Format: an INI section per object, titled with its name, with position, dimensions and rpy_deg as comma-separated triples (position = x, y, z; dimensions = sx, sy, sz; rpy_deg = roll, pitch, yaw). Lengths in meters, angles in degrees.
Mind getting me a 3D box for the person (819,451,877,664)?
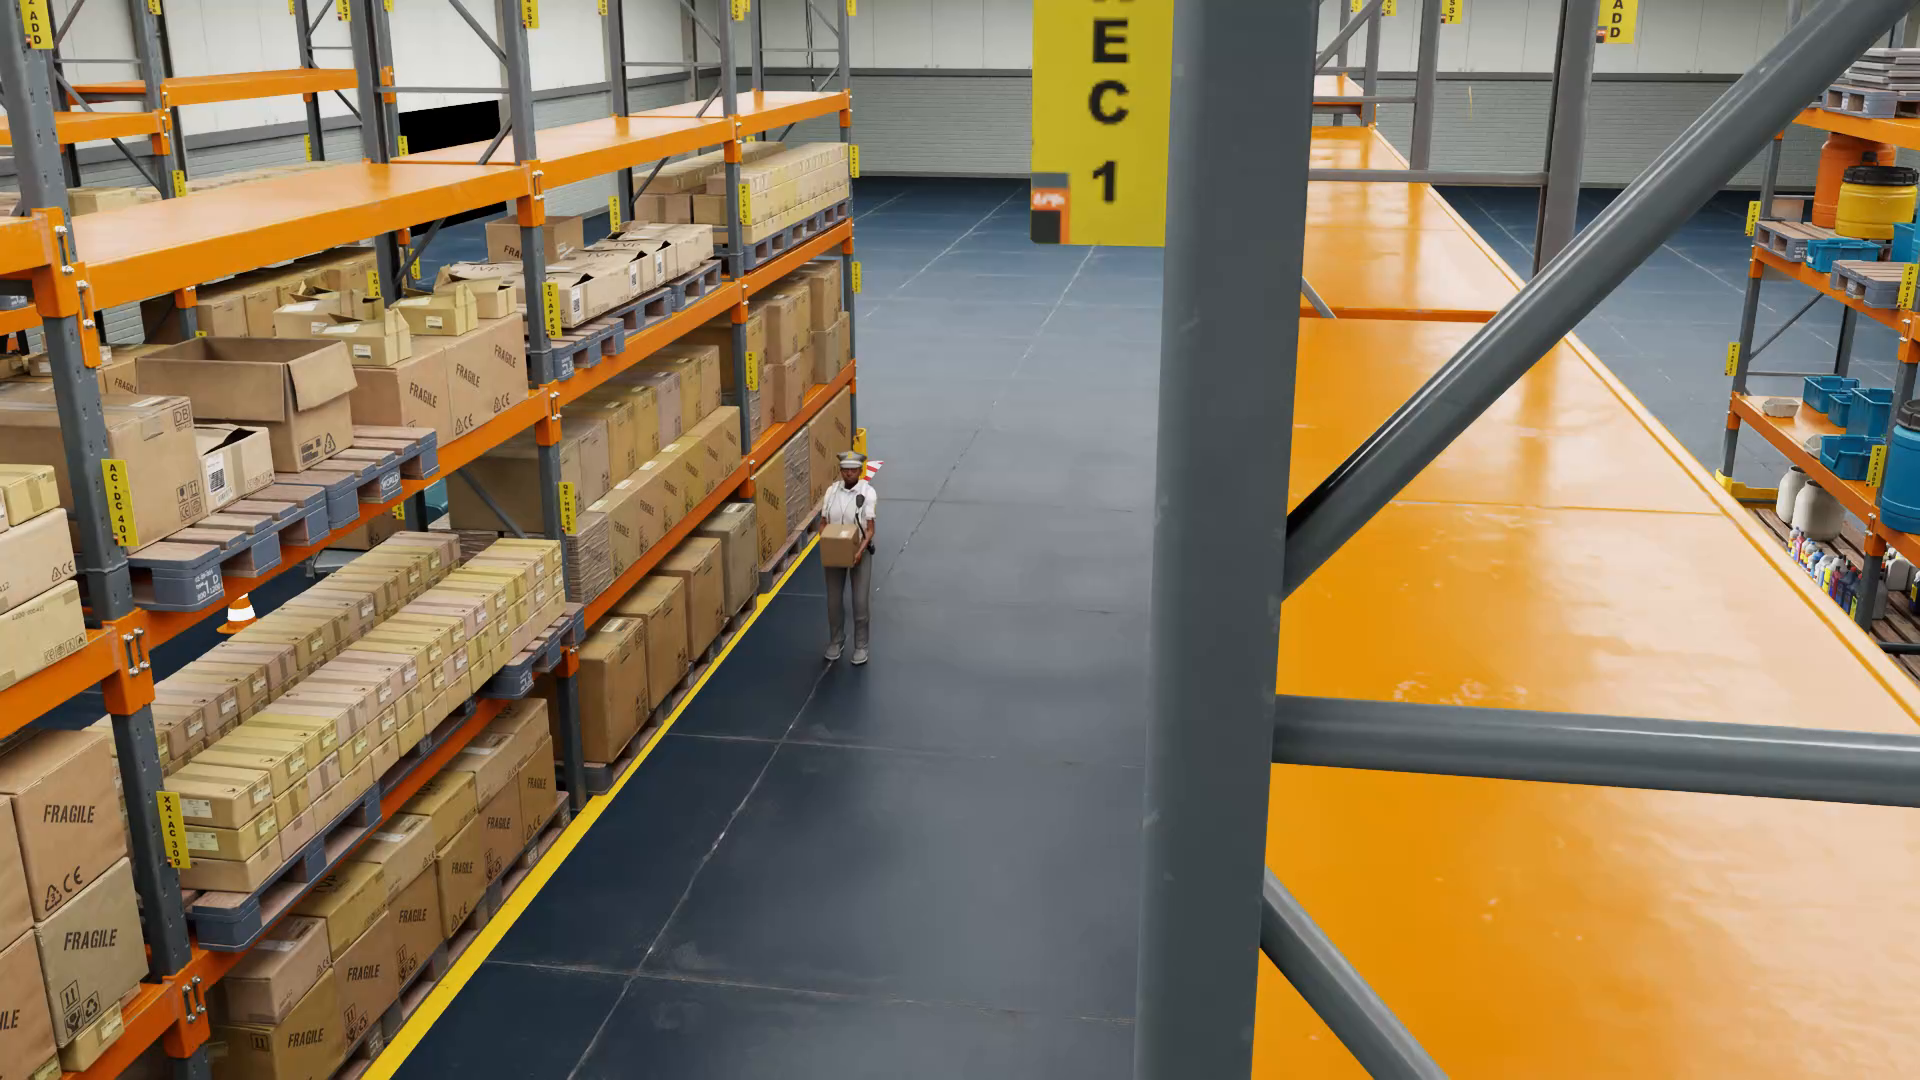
[person]
position = -0.887, 0.133, 13.035
dimensions = 0.449, 1.688, 0.535
rpy_deg = 3, 18, 9
